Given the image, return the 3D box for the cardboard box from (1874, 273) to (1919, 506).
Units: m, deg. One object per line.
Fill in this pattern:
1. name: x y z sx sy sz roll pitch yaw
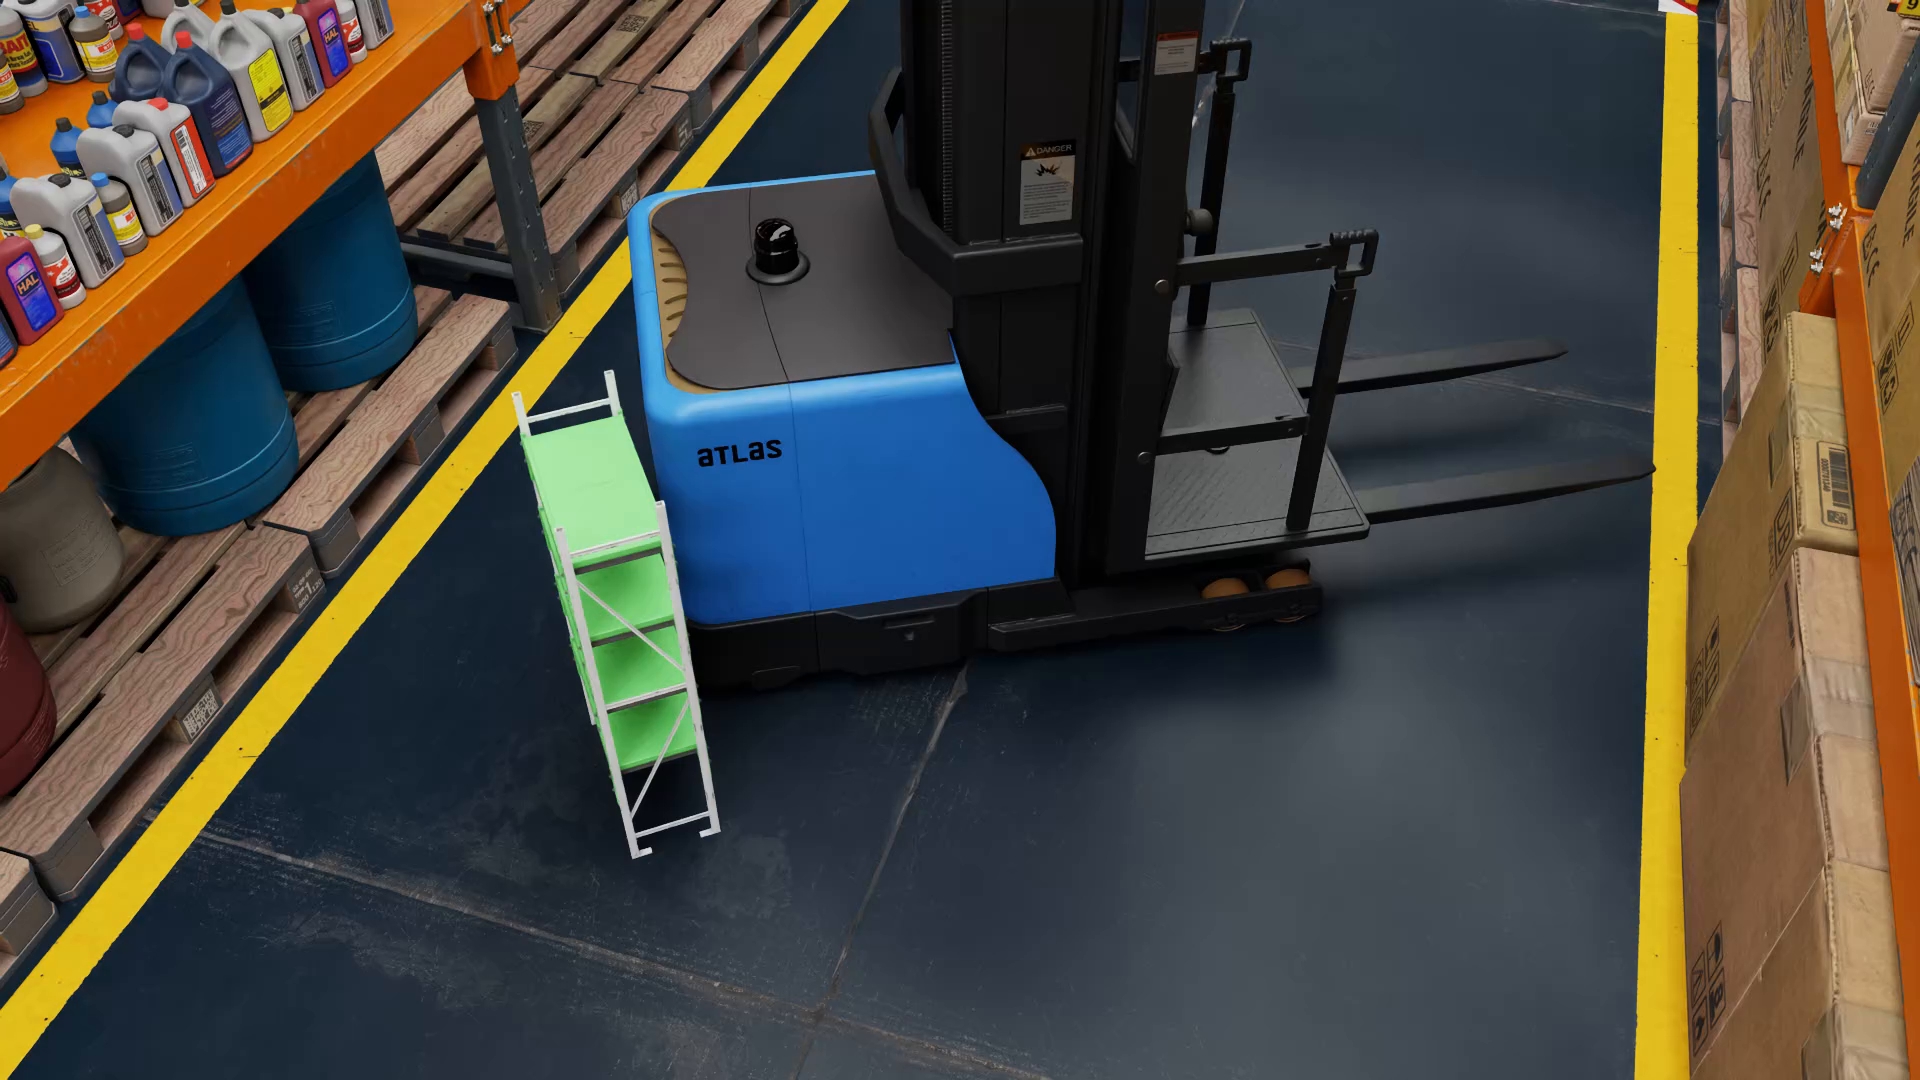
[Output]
1. cardboard box: 2.245 -0.355 3.396 0.500 0.500 0.500 13 46 13

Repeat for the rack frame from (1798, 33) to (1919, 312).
1. rack frame: 2.774 -0.908 4.033 1.000 3.000 0.127 13 46 13

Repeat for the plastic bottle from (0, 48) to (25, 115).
1. plastic bottle: -2.651 -1.278 4.553 0.097 0.201 0.097 0 44 0

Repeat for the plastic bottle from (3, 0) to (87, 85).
1. plastic bottle: -2.560 -1.441 4.666 0.152 0.276 0.135 13 46 13

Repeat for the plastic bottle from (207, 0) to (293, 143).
1. plastic bottle: -1.913 -1.257 4.425 0.144 0.351 0.185 13 46 13

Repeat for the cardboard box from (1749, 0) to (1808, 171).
1. cardboard box: 3.592 -1.915 6.281 0.875 0.875 0.875 13 46 13

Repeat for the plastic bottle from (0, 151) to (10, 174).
1. plastic bottle: -2.585 -1.035 4.252 0.152 0.276 0.135 13 46 13

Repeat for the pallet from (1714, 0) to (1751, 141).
1. pallet: 3.818 -2.028 7.171 1.003 0.211 1.213 13 46 13

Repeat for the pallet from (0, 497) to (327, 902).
1. pallet: -2.587 0.361 4.730 1.003 0.211 1.213 13 46 13

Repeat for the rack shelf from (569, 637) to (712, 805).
1. rack shelf: -0.844 0.436 4.381 0.258 0.148 0.480 -15 46 -15

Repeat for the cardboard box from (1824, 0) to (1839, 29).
1. cardboard box: 2.788 -1.605 4.925 0.380 0.149 0.250 13 46 13

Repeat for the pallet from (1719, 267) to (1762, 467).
1. pallet: 3.079 -0.401 5.509 1.003 0.211 1.213 13 46 13

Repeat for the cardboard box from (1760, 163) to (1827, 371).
1. cardboard box: 3.050 -0.722 5.062 0.875 0.875 0.875 13 46 13

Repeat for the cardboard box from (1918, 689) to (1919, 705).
1. cardboard box: 1.942 0.324 2.702 0.500 0.500 0.500 13 46 13

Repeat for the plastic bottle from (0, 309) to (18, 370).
1. plastic bottle: -2.246 -0.523 3.675 0.144 0.351 0.185 13 46 13

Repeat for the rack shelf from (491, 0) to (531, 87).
1. rack shelf: -1.341 -3.033 6.719 1.077 0.370 4.000 13 46 13

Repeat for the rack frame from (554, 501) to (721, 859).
1. rack frame: -0.755 0.378 4.006 0.240 1.200 0.015 -15 46 -15

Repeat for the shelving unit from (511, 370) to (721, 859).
1. shelving unit: -0.845 0.219 4.168 0.258 1.200 0.503 -15 46 -15

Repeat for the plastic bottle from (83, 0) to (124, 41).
1. plastic bottle: -2.522 -1.562 4.844 0.097 0.201 0.097 0 44 0

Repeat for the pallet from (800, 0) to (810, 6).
1. pallet: -1.022 -3.085 8.252 1.003 0.211 1.213 13 46 13

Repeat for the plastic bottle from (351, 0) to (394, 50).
1. plastic bottle: -1.758 -1.581 4.810 0.152 0.276 0.135 13 46 13

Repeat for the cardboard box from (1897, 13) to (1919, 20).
1. cardboard box: 2.658 -1.592 4.090 0.500 0.500 0.500 14 46 14

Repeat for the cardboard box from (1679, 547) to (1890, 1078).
1. cardboard box: 2.330 0.728 3.580 1.225 0.875 0.875 11 45 11

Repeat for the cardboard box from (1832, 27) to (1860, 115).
1. cardboard box: 2.632 -1.263 4.575 0.380 0.149 0.250 13 46 13

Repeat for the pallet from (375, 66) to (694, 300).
1. pallet: -1.761 -1.459 6.590 1.003 0.211 1.213 13 46 13

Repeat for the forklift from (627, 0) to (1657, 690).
1. forklift: 0.612 -1.131 4.311 3.031 2.935 1.130 -8 45 -8

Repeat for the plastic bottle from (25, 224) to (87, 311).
1. plastic bottle: -2.141 -0.648 3.909 0.097 0.201 0.097 0 44 0

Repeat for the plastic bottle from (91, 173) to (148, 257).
1. plastic bottle: -2.071 -0.802 4.067 0.097 0.201 0.097 0 44 0

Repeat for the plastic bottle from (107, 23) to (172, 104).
1. plastic bottle: -2.106 -1.165 4.331 0.144 0.351 0.185 13 46 13

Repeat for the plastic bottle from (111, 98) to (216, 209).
1. plastic bottle: -2.021 -1.002 4.218 0.152 0.276 0.135 13 46 13

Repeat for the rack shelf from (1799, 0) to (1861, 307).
1. rack shelf: 3.380 -1.984 5.647 1.077 0.370 4.000 13 46 13

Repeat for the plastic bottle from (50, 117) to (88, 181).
1. plastic bottle: -2.186 -0.924 4.142 0.097 0.271 0.097 0 44 0

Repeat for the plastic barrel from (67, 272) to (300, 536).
1. plastic barrel: -2.342 -0.526 4.843 0.600 0.901 0.708 13 46 13

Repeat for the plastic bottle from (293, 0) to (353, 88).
1. plastic bottle: -1.784 -1.420 4.640 0.061 0.283 0.133 13 46 13

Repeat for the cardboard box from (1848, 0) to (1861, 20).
1. cardboard box: 2.812 -1.656 4.692 0.500 0.250 0.500 14 46 14

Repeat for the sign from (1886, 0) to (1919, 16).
1. sign: 2.245 -1.362 3.822 0.100 0.325 0.005 13 46 13

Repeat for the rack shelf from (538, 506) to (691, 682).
1. rack shelf: -0.845 0.093 4.045 0.258 0.148 0.480 -15 46 -15

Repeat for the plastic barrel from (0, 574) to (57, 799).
1. plastic barrel: -2.684 0.339 4.183 0.600 0.588 0.708 13 46 13

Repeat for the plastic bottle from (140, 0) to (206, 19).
1. plastic bottle: -2.374 -1.746 4.925 0.144 0.351 0.185 13 46 13
